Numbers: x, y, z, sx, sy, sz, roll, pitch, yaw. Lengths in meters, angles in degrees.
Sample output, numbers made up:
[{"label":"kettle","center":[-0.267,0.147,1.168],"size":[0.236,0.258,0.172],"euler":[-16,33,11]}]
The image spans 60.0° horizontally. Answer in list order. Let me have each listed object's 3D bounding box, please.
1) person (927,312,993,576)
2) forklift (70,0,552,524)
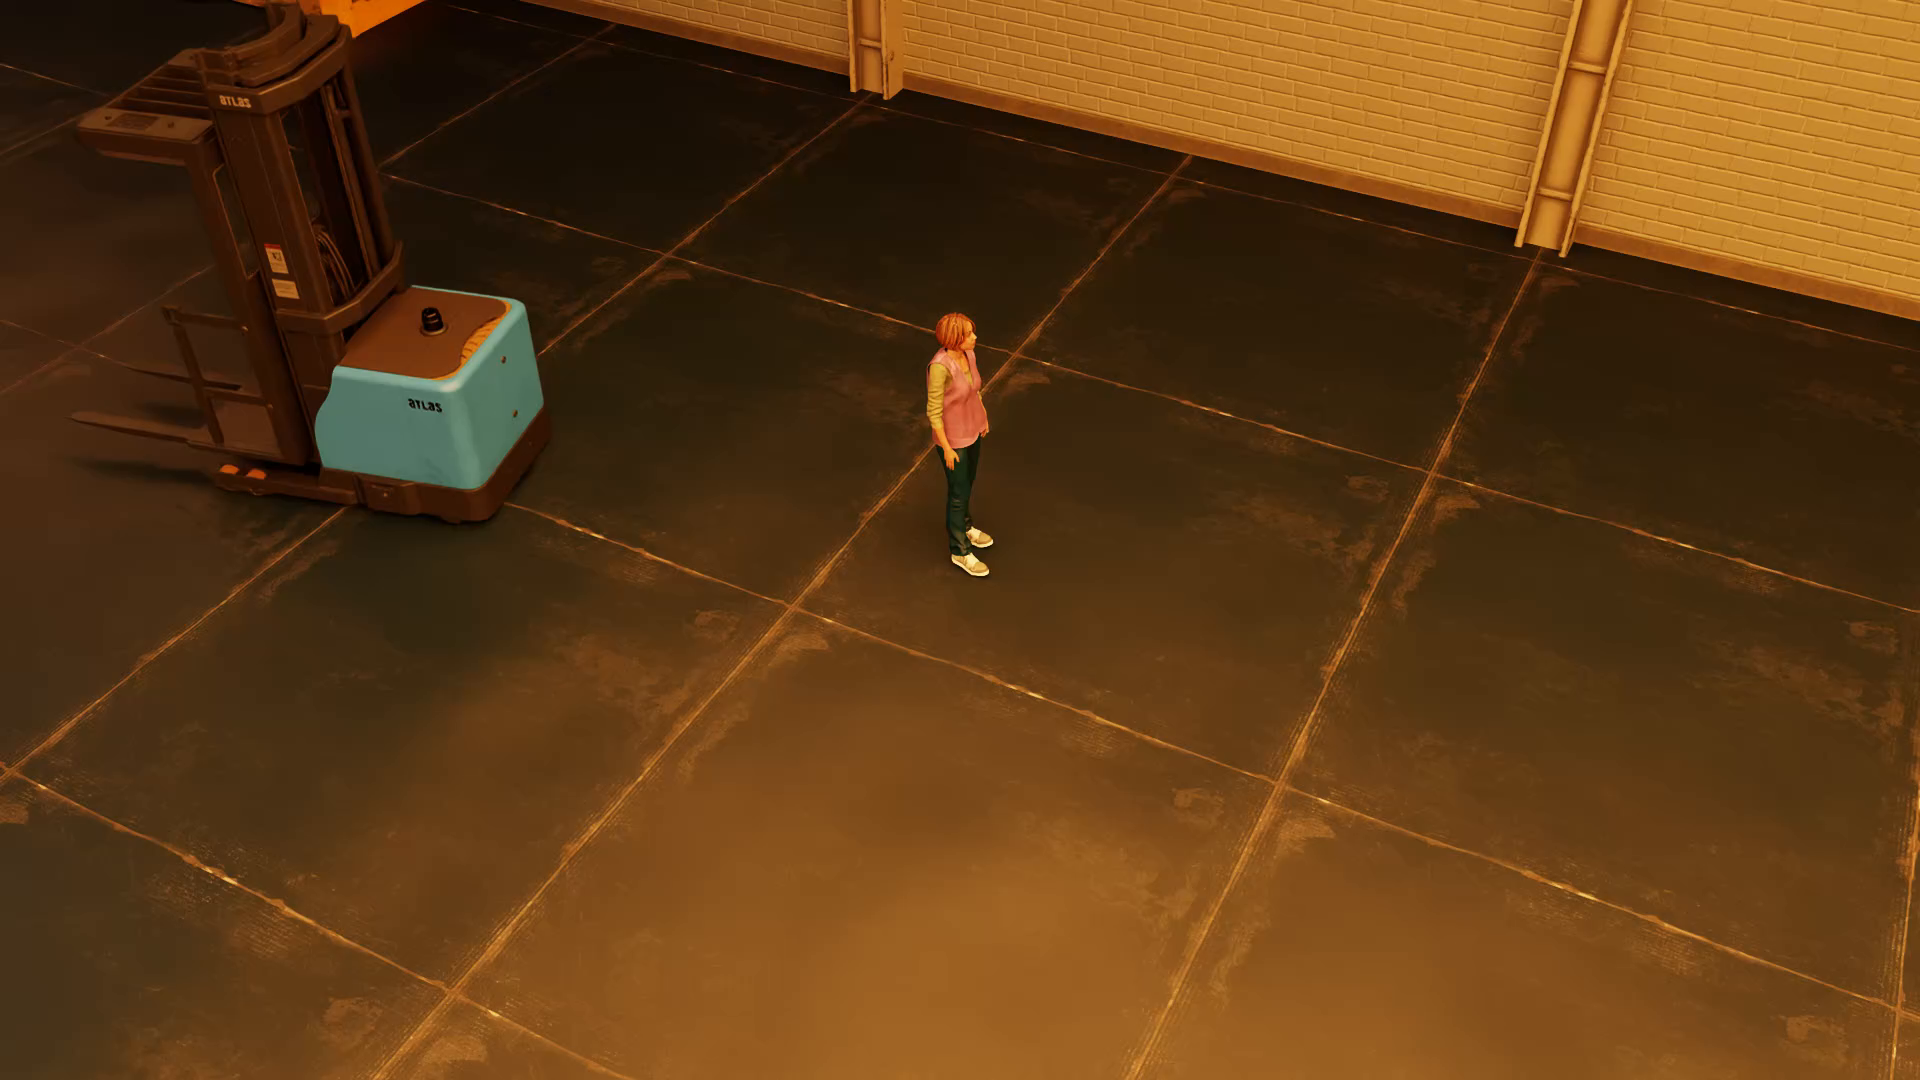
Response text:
[{"label":"person","center":[0.059,-0.587,9.707],"size":[0.476,1.597,0.520],"euler":[18,43,21]},{"label":"forklift","center":[-4.268,-1.726,10.036],"size":[3.031,2.935,1.130],"euler":[9,41,10]}]
